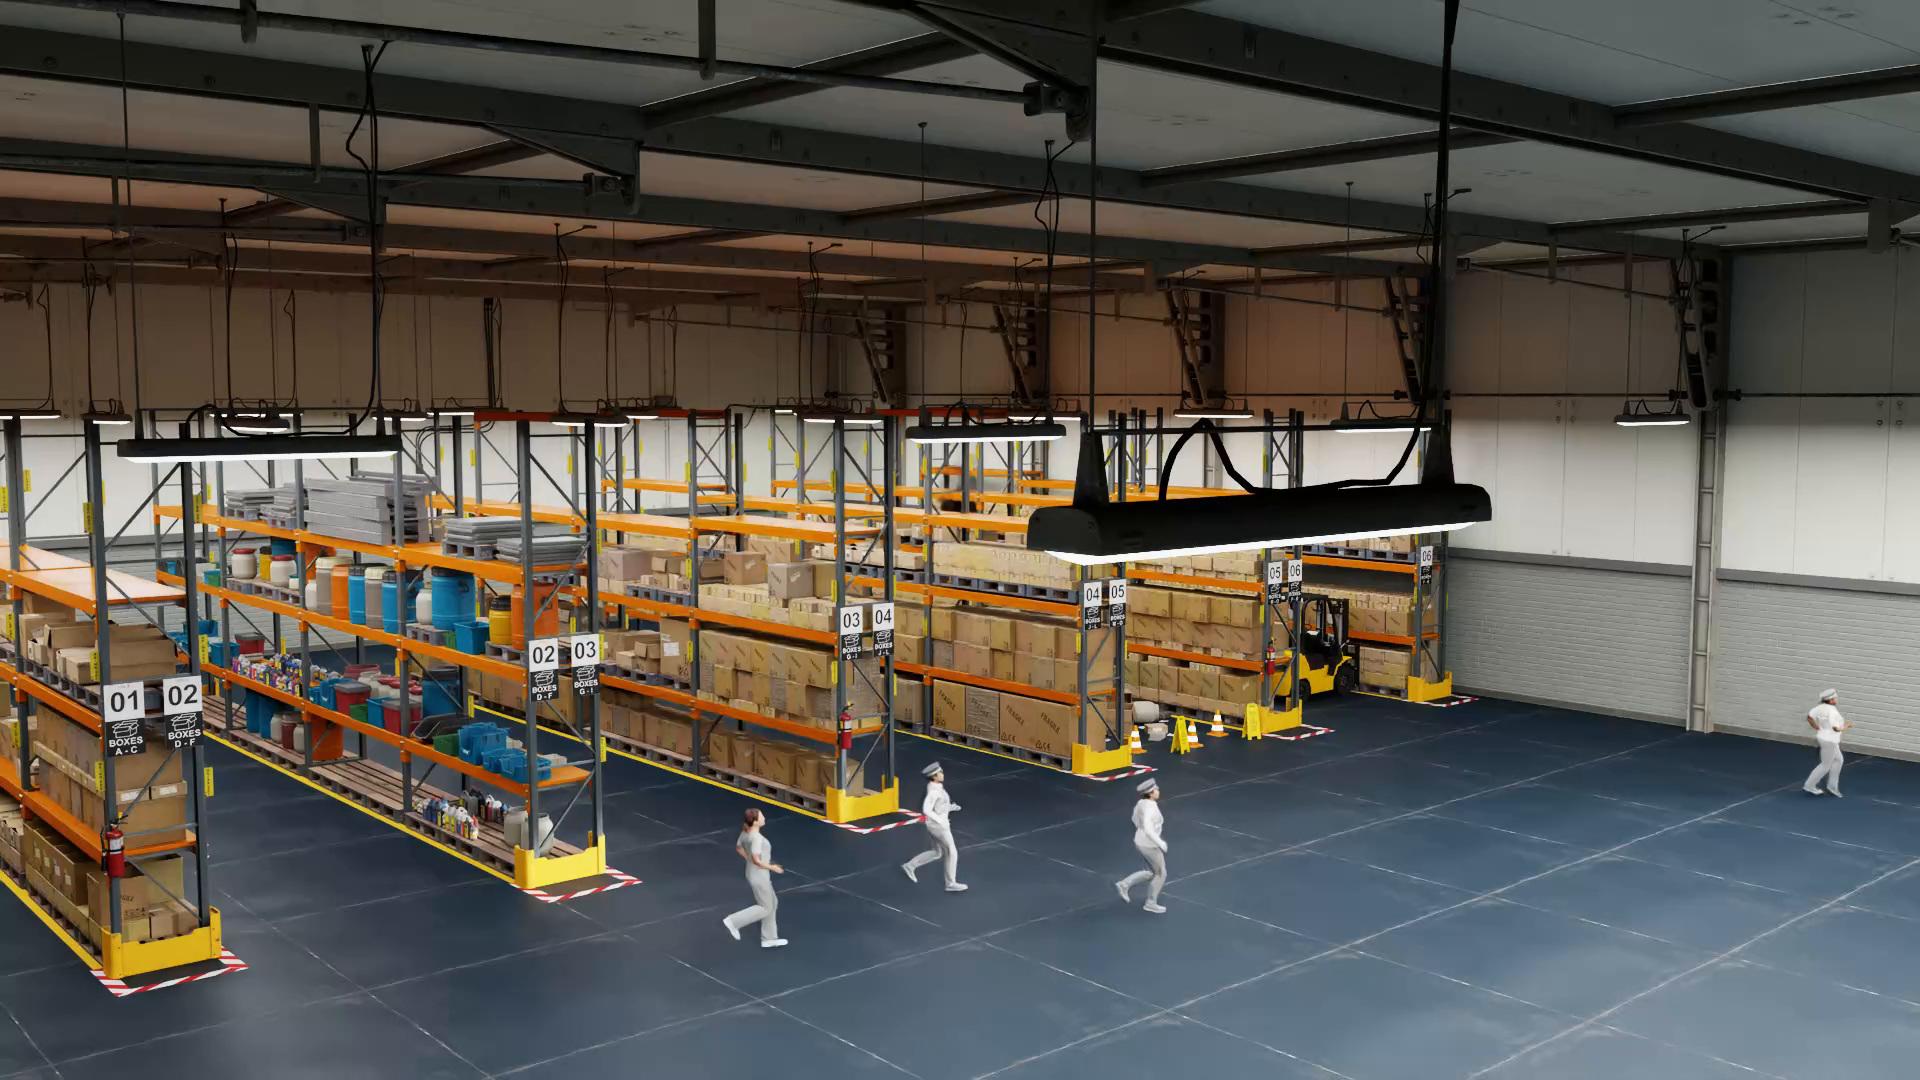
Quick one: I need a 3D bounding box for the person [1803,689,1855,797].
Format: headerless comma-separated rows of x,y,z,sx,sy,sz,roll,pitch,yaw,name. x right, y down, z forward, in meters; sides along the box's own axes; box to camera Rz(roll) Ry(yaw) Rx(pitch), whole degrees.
13.629,3.198,26.099,0.714,1.757,0.556,1,5,10,person

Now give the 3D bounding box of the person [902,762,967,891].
-0.319,3.638,21.133,0.832,1.665,0.626,-1,5,-7,person

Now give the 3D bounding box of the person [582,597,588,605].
-9.108,1.991,40.354,0.662,1.613,0.750,2,5,21,person

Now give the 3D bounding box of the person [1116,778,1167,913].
2.227,3.729,20.306,0.609,1.659,0.645,-1,5,-12,person

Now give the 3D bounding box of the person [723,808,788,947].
-2.351,3.852,18.947,0.764,1.637,0.564,-2,5,-23,person
